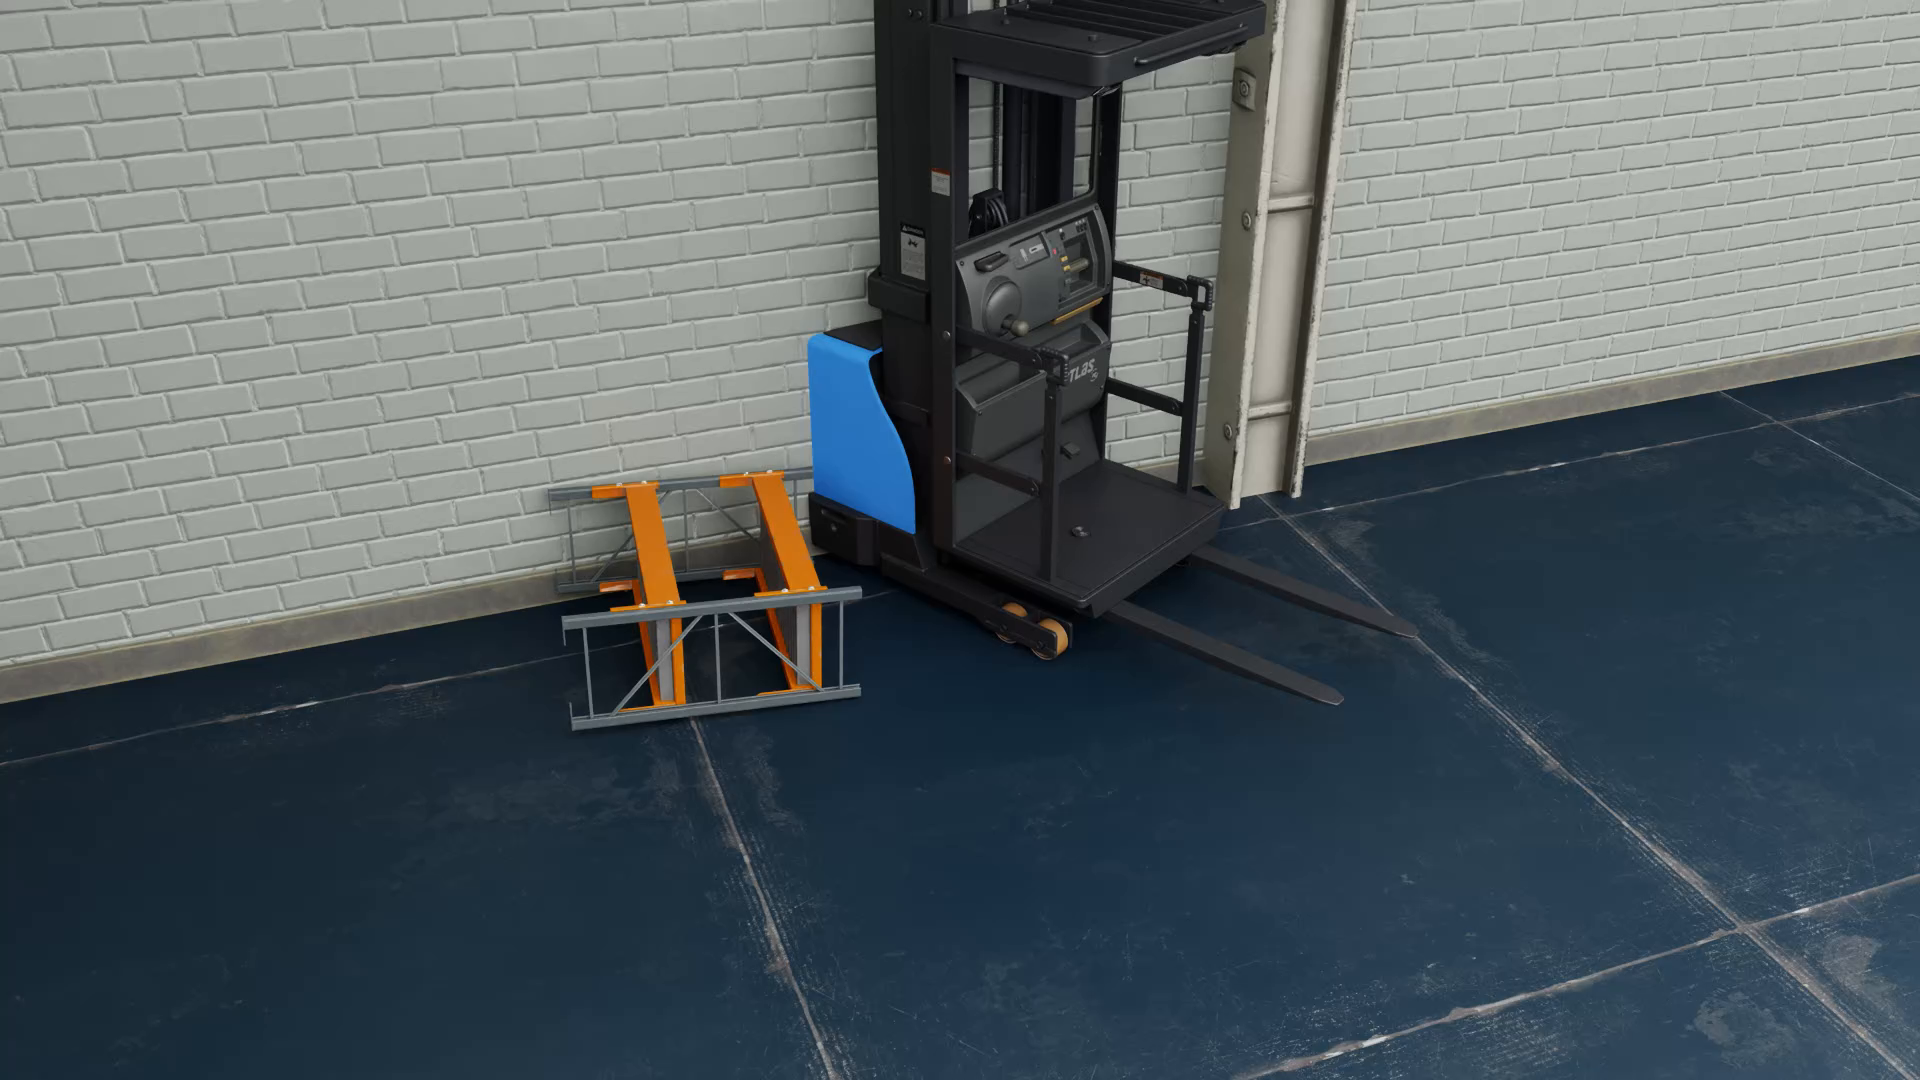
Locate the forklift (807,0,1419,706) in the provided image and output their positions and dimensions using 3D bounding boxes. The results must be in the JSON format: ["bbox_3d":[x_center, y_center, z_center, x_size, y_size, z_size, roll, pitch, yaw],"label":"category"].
[{"bbox_3d":[0.474,-1.074,6.674,3.031,2.935,1.130,23,37,34],"label":"forklift"}]

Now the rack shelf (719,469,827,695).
[{"bbox_3d":[-0.780,0.178,6.872,0.278,0.538,1.000,-6,31,-14],"label":"rack shelf"}]

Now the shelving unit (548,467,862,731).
[{"bbox_3d":[-1.063,0.205,6.801,1.125,0.538,1.048,-6,31,-14],"label":"shelving unit"}]

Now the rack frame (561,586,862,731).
[{"bbox_3d":[-0.932,0.452,6.376,1.125,0.500,0.032,-6,31,-14],"label":"rack frame"}]

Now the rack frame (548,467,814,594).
[{"bbox_3d":[-1.194,-0.042,7.226,1.125,0.500,0.032,-6,31,-14],"label":"rack frame"}]

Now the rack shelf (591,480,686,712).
[{"bbox_3d":[-1.299,0.228,6.742,0.278,0.538,1.000,-6,31,-14],"label":"rack shelf"}]

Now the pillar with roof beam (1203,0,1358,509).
[{"bbox_3d":[2.932,-2.165,2.460,0.400,9.000,9.100,-10,31,-18],"label":"pillar with roof beam"}]
